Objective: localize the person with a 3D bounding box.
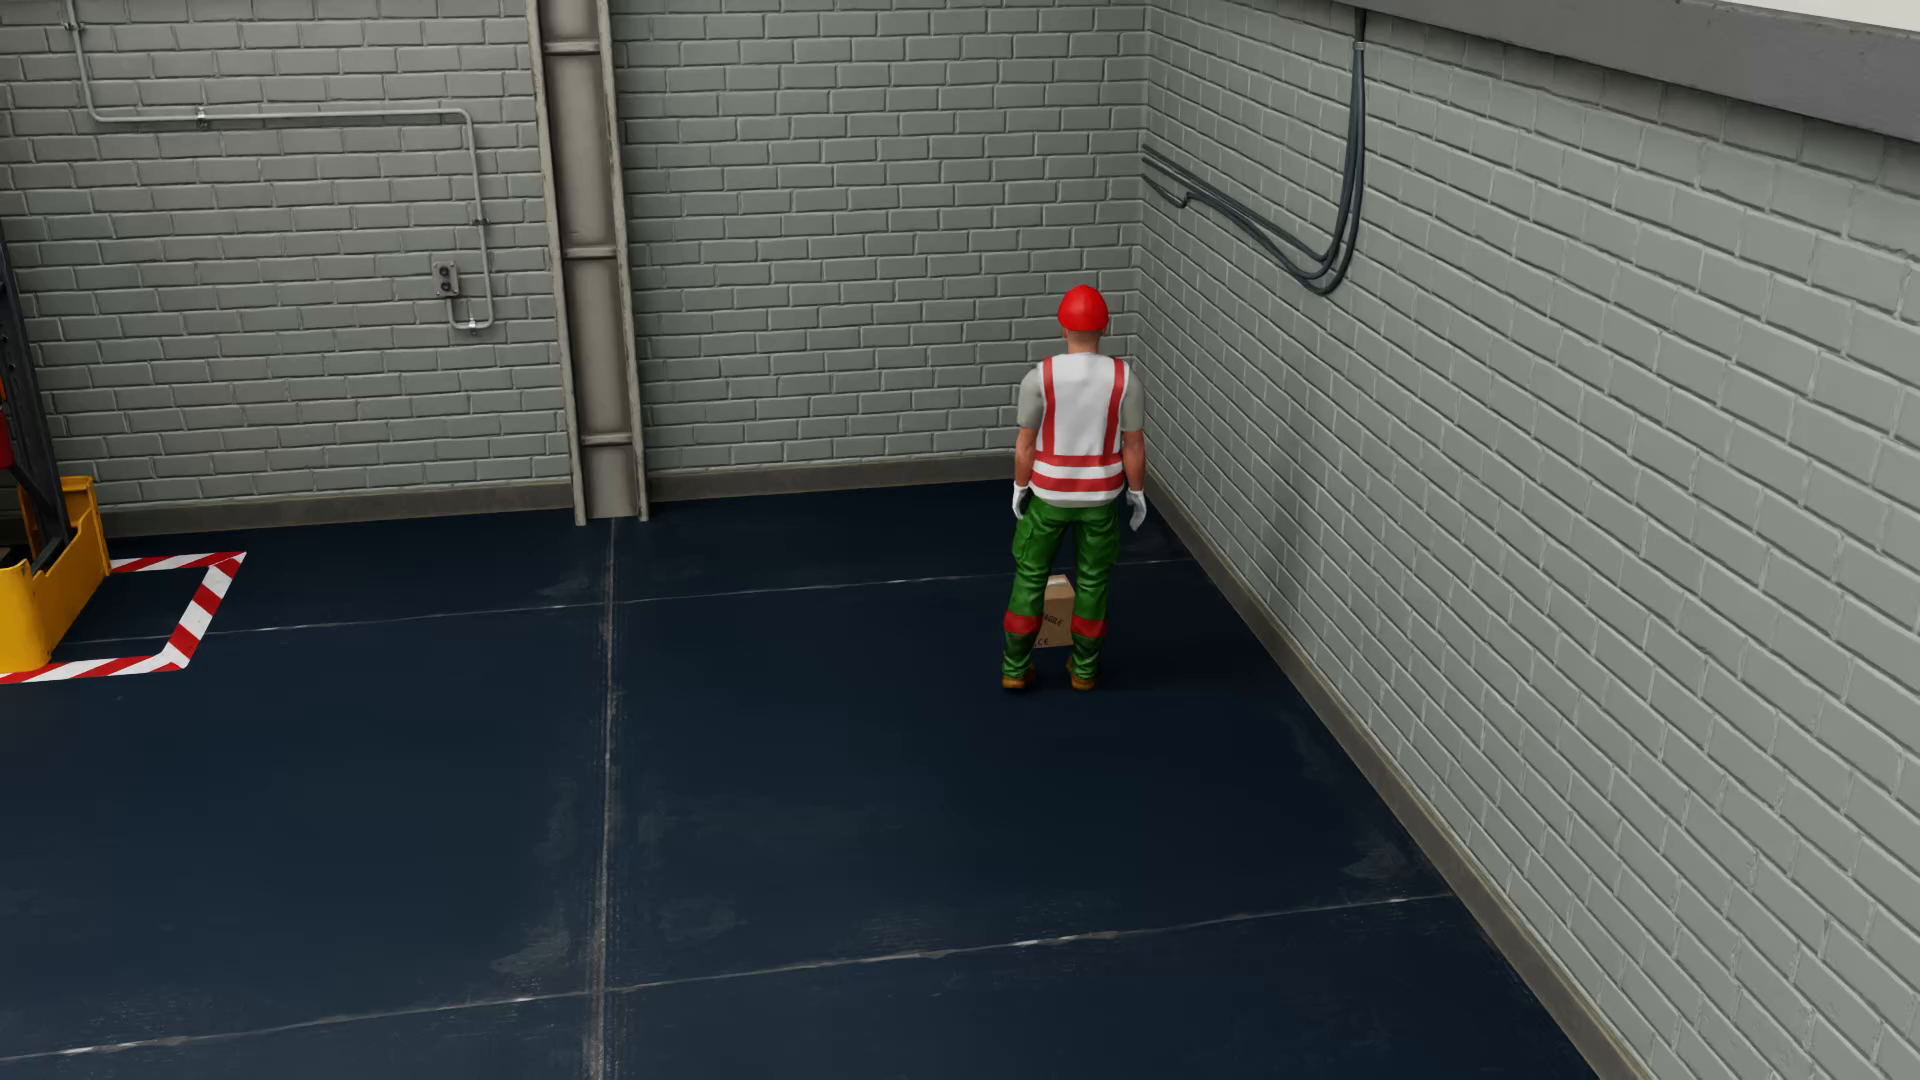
[{"bbox_3d":[0.483,-0.195,7.020,0.606,1.818,0.391,0,23,-1],"label":"person"}]
